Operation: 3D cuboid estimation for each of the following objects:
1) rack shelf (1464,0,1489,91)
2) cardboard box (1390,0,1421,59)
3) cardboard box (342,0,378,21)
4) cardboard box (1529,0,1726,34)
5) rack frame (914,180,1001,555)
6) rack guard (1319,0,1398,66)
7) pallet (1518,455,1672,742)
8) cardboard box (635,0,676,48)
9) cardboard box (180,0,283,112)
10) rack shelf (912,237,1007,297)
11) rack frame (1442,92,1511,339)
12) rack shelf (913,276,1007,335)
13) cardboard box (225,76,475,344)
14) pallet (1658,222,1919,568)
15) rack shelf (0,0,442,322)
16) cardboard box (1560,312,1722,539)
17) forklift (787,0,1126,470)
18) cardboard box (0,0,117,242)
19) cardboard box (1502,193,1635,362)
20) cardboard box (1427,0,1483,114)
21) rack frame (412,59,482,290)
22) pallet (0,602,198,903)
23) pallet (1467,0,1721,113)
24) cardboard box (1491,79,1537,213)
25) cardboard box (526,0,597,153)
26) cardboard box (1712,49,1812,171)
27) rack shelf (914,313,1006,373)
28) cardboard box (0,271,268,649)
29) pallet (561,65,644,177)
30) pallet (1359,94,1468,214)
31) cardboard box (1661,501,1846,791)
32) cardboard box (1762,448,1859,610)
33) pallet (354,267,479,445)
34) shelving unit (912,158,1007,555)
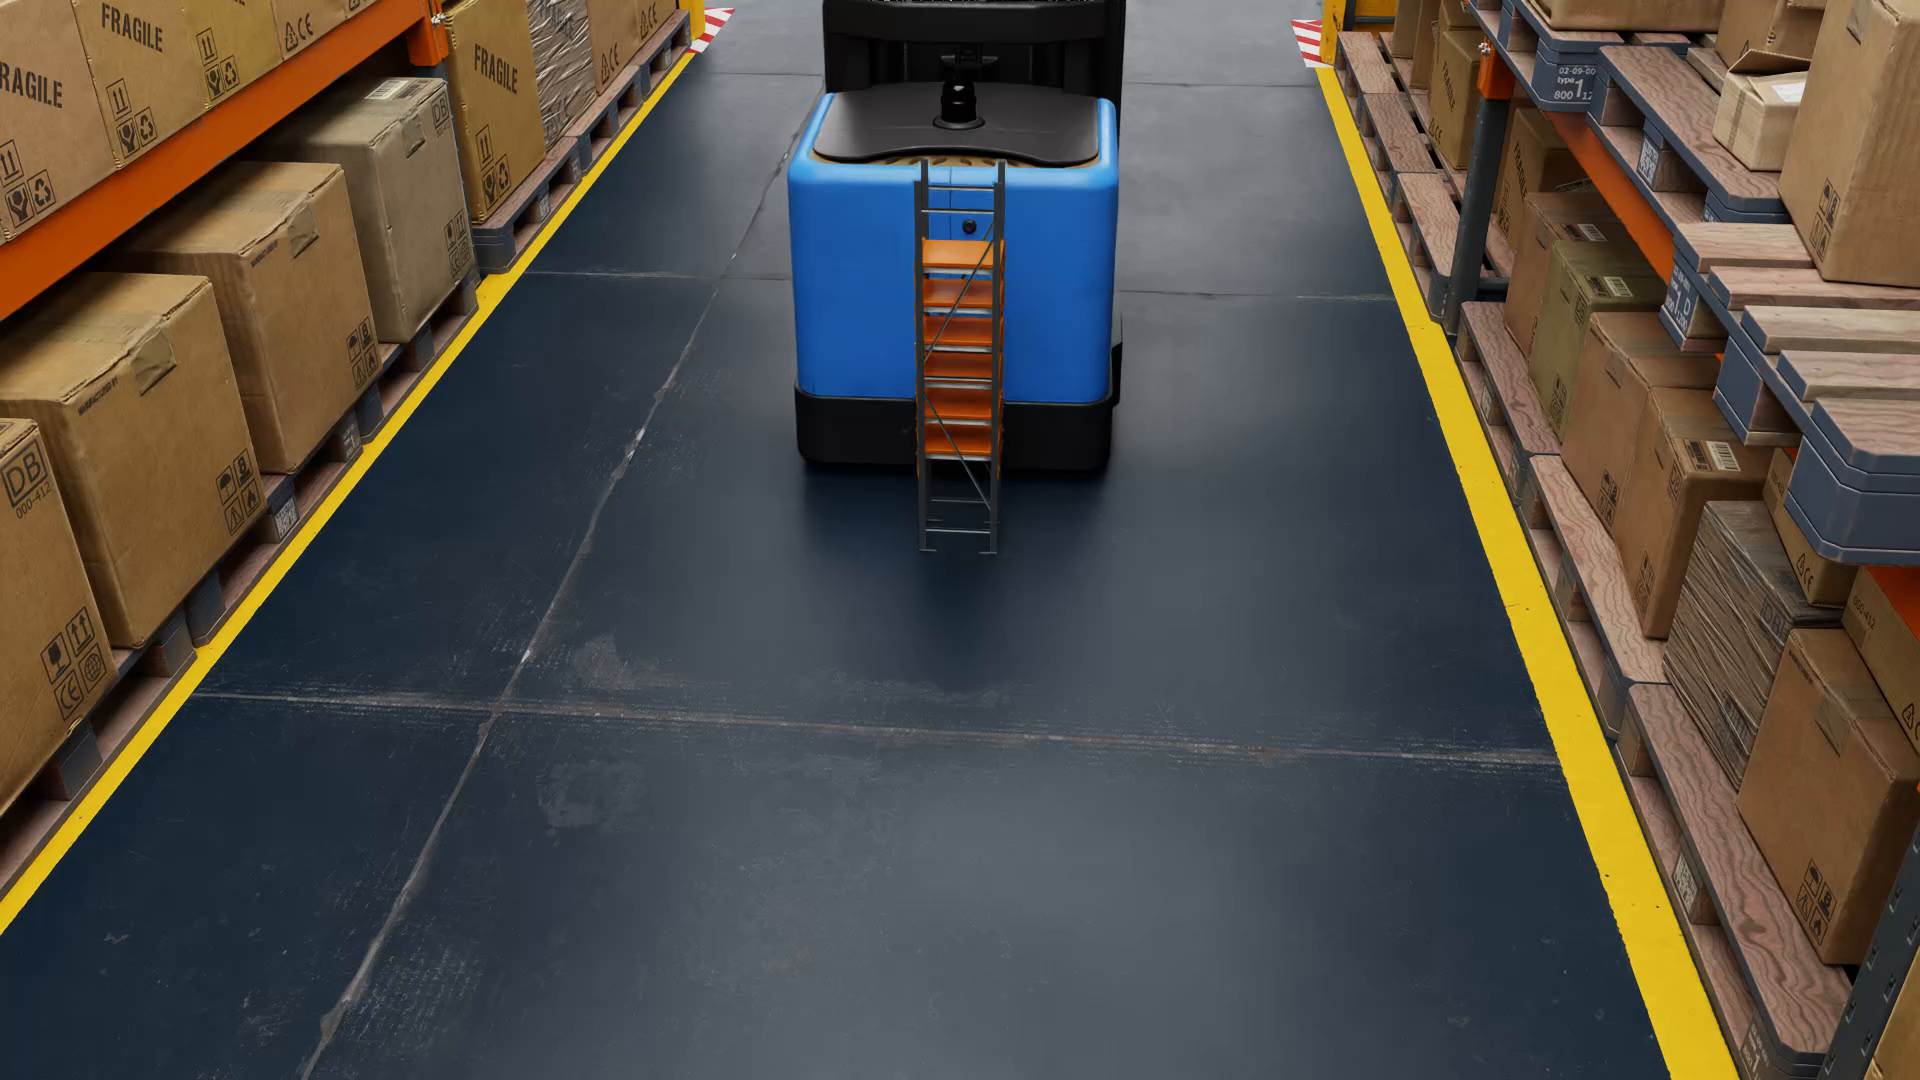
[{"bbox_3d":[2.580,-2.821,7.655,1.077,0.370,4.000,2,32,4],"label":"rack shelf"},{"bbox_3d":[2.676,-2.962,9.180,0.500,0.500,0.500,8,33,13],"label":"cardboard box"},{"bbox_3d":[-2.294,-2.105,5.711,0.500,0.500,0.500,2,32,4],"label":"cardboard box"},{"bbox_3d":[2.213,-2.106,4.837,1.000,1.000,1.000,3,32,4],"label":"cardboard box"},{"bbox_3d":[-0.006,-0.471,4.870,0.240,1.200,0.006,2,32,4],"label":"rack frame"},{"bbox_3d":[2.737,-3.069,9.754,1.175,0.500,0.348,2,32,4],"label":"rack guard"},{"bbox_3d":[2.259,0.152,4.802,1.003,0.211,1.213,2,32,4],"label":"pallet"},{"bbox_3d":[-2.181,-3.355,9.460,0.875,0.875,0.875,3,32,4],"label":"cardboard box"},{"bbox_3d":[-2.376,-1.576,4.853,0.500,0.500,0.500,3,32,5],"label":"cardboard box"},{"bbox_3d":[0.001,-0.787,4.782,0.258,0.103,0.180,2,32,4],"label":"rack shelf"},{"bbox_3d":[2.417,-2.082,5.769,1.000,3.000,0.127,2,32,4],"label":"rack frame"},{"bbox_3d":[0.001,-0.685,4.845,0.258,0.103,0.180,2,32,4],"label":"rack shelf"},{"bbox_3d":[-2.479,-1.239,6.146,1.050,0.750,0.750,2,32,4],"label":"cardboard box"},{"bbox_3d":[2.044,-0.286,3.037,1.213,0.211,1.003,2,32,4],"label":"pallet"},{"bbox_3d":[-2.681,-0.994,4.690,1.077,0.370,4.000,2,32,4],"label":"rack shelf"},{"bbox_3d":[2.243,-0.344,4.912,0.700,0.500,0.500,0,32,0],"label":"cardboard box"},{"bbox_3d":[0.067,-2.223,6.064,1.130,2.935,3.031,2,32,3],"label":"forklift"},{"bbox_3d":[-2.458,-1.050,4.000,0.500,0.500,0.500,2,32,4],"label":"cardboard box"},{"bbox_3d":[2.346,-0.885,5.790,0.700,0.500,0.500,0,32,0],"label":"cardboard box"},{"bbox_3d":[2.591,-2.322,8.140,0.500,0.500,0.500,5,32,9],"label":"cardboard box"},{"bbox_3d":[-2.518,-2.346,6.198,1.000,3.000,0.127,2,32,4],"label":"rack frame"},{"bbox_3d":[-2.704,0.523,4.200,1.003,0.211,1.213,2,32,4],"label":"pallet"},{"bbox_3d":[2.210,-1.607,5.181,1.003,0.211,1.213,2,32,4],"label":"pallet"},{"bbox_3d":[2.529,-1.704,7.138,0.500,0.500,0.500,13,34,19],"label":"cardboard box"},{"bbox_3d":[-2.327,-2.418,7.940,0.875,0.875,0.875,3,32,4],"label":"cardboard box"},{"bbox_3d":[1.958,-0.995,3.734,0.396,0.266,0.258,2,32,3],"label":"cardboard box"},{"bbox_3d":[0.001,-0.583,4.908,0.258,0.103,0.180,2,32,4],"label":"rack shelf"},{"bbox_3d":[-2.636,-0.248,4.537,1.050,0.750,0.750,3,32,5],"label":"cardboard box"},{"bbox_3d":[-2.281,-2.193,8.608,1.003,0.211,1.213,2,32,4],"label":"pallet"},{"bbox_3d":[2.534,-1.887,8.111,1.003,0.211,1.213,2,32,4],"label":"pallet"},{"bbox_3d":[2.159,0.245,3.957,0.700,0.500,0.500,0,32,0],"label":"cardboard box"},{"bbox_3d":[2.150,-0.062,3.740,0.500,0.250,0.500,6,32,10],"label":"cardboard box"},{"bbox_3d":[-2.506,-0.753,6.270,1.003,0.211,1.213,2,32,4],"label":"pallet"},{"bbox_3d":[0.001,-0.518,4.947,0.258,1.200,0.189,2,32,4],"label":"shelving unit"}]
